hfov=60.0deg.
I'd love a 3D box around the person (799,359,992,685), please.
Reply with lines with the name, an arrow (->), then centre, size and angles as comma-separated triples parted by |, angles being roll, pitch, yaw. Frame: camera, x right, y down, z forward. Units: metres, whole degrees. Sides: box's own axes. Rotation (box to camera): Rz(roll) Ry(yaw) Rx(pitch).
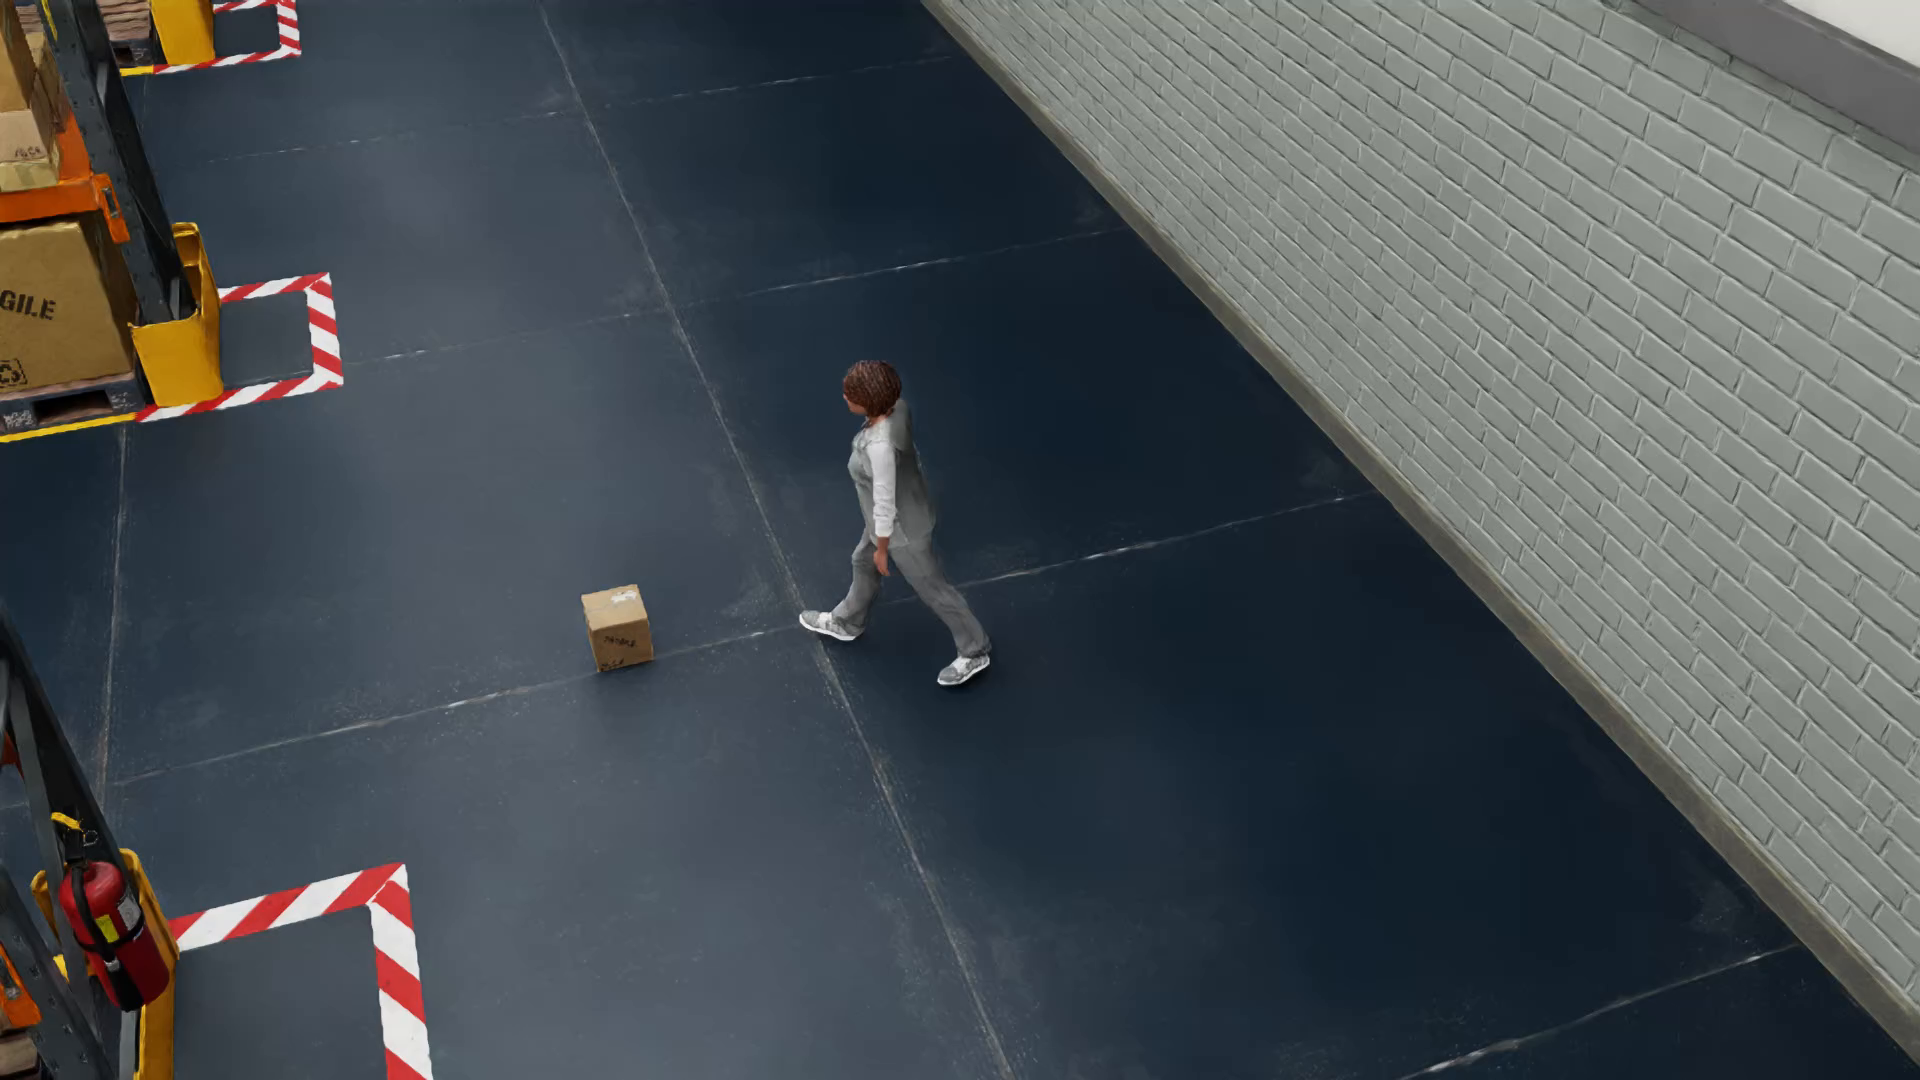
person -> -0.294, -0.082, 6.908 | 0.869, 1.546, 0.461 | 1, 38, 1
